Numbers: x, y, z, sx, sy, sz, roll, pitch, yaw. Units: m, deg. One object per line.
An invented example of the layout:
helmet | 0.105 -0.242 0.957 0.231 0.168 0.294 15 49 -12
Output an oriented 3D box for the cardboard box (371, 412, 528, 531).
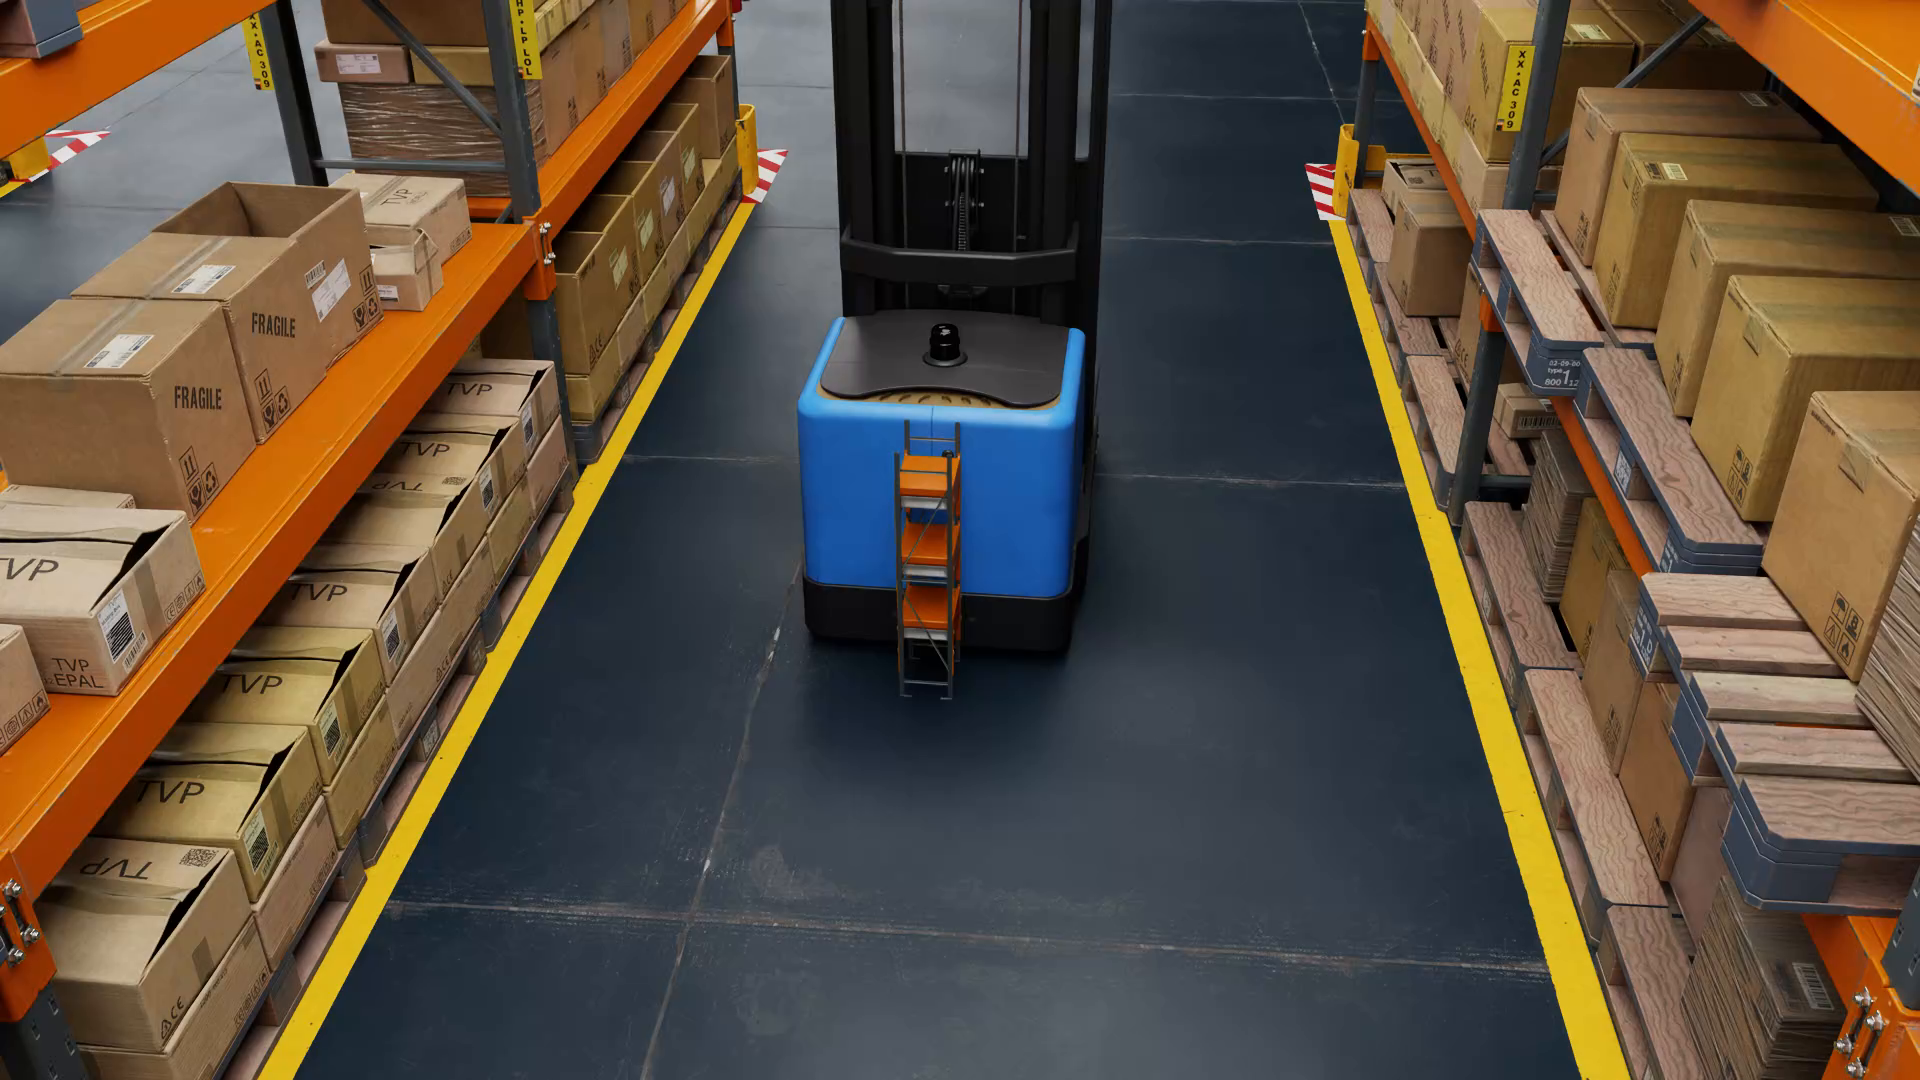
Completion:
cardboard box | -2.050 -0.300 6.563 0.500 0.311 0.500 3 32 5

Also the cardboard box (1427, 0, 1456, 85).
cardboard box | 2.488 -2.388 7.675 0.500 0.500 0.500 2 32 3

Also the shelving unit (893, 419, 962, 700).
shelving unit | -0.113 0.086 6.109 0.215 1.050 0.252 3 32 6

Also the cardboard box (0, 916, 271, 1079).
cardboard box | -2.257 1.273 4.546 0.500 0.250 0.500 2 32 4

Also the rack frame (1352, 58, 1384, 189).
rack frame | 2.997 -3.431 9.958 1.000 3.000 0.127 2 32 4

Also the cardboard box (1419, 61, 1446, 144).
cardboard box | 2.482 -2.069 7.871 0.500 0.250 0.500 2 32 4

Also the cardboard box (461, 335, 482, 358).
cardboard box | -2.446 -0.809 7.924 0.500 0.250 0.500 2 32 4

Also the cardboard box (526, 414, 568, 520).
cardboard box | -2.011 -0.328 7.144 0.500 0.250 0.500 2 32 4

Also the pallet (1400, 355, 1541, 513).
pallet | 2.691 -0.505 7.868 1.003 0.211 1.213 2 32 4

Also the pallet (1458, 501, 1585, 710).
pallet | 2.609 0.255 6.635 1.003 0.211 1.213 2 32 4

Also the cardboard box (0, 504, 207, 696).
cardboard box | -2.326 0.121 4.279 0.500 0.311 0.500 2 32 3

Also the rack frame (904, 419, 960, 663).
rack frame | -0.099 0.023 6.213 0.200 1.050 0.008 3 32 6

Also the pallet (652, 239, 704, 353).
pallet | -2.063 -1.416 9.346 1.003 0.211 1.213 2 32 4

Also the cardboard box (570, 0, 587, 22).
cardboard box | -1.969 -2.534 7.790 0.380 0.149 0.250 1 32 2

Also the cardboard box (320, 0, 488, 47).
cardboard box | -2.237 -2.376 6.915 0.700 0.500 0.500 3 32 4

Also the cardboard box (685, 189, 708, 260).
cardboard box | -1.758 -1.832 9.585 0.500 0.250 0.500 2 32 4

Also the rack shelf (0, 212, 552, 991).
rack shelf | -2.429 -0.197 5.396 1.077 0.370 4.000 2 32 4

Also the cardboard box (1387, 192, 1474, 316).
cardboard box | 2.695 -1.517 8.815 0.700 0.500 0.500 1 32 1

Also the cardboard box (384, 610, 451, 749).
cardboard box | -2.138 0.470 5.849 0.500 0.250 0.500 3 32 5

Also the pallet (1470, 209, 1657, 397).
pallet | 2.464 -0.864 5.976 1.003 0.211 1.213 2 32 4

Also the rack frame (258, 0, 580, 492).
rack frame | -2.266 -1.549 6.904 1.000 3.000 0.127 2 32 4

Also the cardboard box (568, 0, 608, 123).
cardboard box | -2.155 -2.362 8.129 0.700 0.500 0.500 3 32 5

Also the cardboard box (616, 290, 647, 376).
cardboard box | -1.881 -1.048 8.312 0.500 0.250 0.500 2 32 4

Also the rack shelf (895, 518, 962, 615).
rack shelf | -0.113 0.095 6.115 0.215 0.259 0.240 3 32 6

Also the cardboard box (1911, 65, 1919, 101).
cardboard box | 2.135 -0.883 3.031 0.500 0.311 0.500 2 32 4

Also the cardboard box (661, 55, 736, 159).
cardboard box | -1.688 -2.675 10.237 0.500 0.500 0.500 2 32 4

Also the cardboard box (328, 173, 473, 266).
cardboard box | -2.263 -1.226 6.523 0.500 0.250 0.500 4 32 7

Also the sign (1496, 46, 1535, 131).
sign | 2.130 -1.727 6.368 0.100 0.325 0.005 2 32 4

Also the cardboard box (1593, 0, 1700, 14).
cardboard box | 2.963 -2.110 7.225 0.500 0.500 0.500 2 32 4

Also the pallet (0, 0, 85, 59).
pallet | -2.626 -1.013 3.355 1.213 0.211 1.003 4 32 6

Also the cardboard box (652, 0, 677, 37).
cardboard box | -2.029 -3.165 9.431 0.700 0.500 0.500 3 32 5

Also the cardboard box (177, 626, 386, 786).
cardboard box | -2.179 0.493 5.278 0.500 0.311 0.500 2 32 3

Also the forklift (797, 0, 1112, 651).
forklift | 0.072 -1.572 7.007 1.130 2.935 3.031 3 32 6

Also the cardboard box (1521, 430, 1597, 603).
cardboard box | 2.628 -0.077 6.479 0.700 0.500 0.500 3 32 6

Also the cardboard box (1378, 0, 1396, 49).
cardboard box | 2.613 -2.862 9.159 0.500 0.250 0.500 2 32 2

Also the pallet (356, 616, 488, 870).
pallet | -2.384 0.665 5.970 1.003 0.211 1.213 2 32 4

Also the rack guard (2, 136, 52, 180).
rack guard | -6.837 -2.748 11.233 1.175 0.500 0.348 2 32 4

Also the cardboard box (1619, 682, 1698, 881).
cardboard box | 2.522 0.725 5.178 0.700 0.500 0.500 2 32 4

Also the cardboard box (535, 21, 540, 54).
cardboard box | -2.031 -2.131 7.136 0.380 0.149 0.250 3 32 5

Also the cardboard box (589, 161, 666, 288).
cardboard box | -1.835 -1.629 8.539 0.500 0.500 0.500 2 32 4

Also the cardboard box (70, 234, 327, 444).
cardboard box | -2.429 -0.653 5.356 0.500 0.500 0.500 3 32 4

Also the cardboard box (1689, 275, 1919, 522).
cardboard box | 2.453 -0.376 4.487 0.700 0.500 0.500 2 32 4

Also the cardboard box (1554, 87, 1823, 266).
cardboard box | 2.596 -1.305 5.993 0.700 0.500 0.500 3 32 4

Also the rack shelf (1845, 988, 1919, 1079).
rack shelf | 2.183 2.104 1.662 1.077 0.370 4.000 2 32 4
